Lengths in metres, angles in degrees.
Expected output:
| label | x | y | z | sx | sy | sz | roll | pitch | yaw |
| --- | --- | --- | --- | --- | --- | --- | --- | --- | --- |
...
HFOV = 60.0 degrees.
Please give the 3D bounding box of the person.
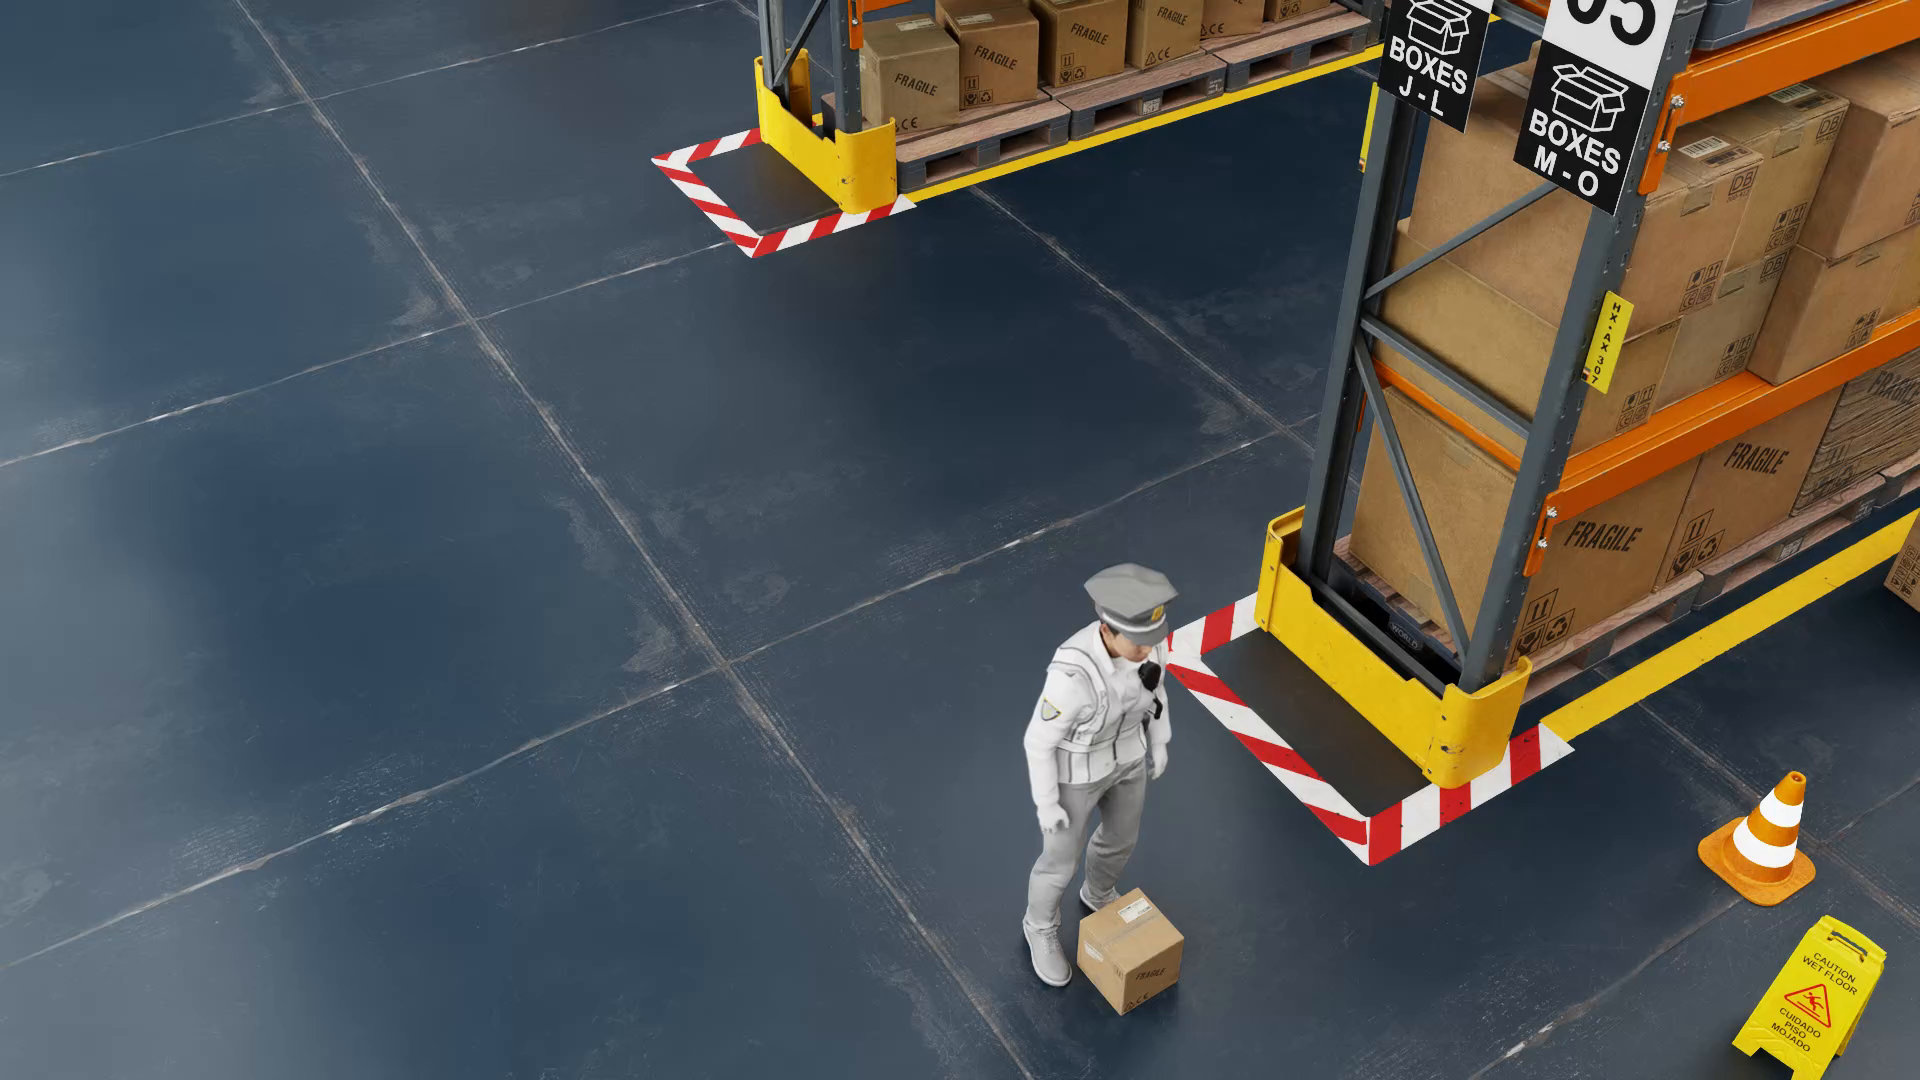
| label | x | y | z | sx | sy | sz | roll | pitch | yaw |
| --- | --- | --- | --- | --- | --- | --- | --- | --- | --- |
| person | 0.446 | 0.729 | 5.317 | 0.540 | 1.664 | 0.375 | -24 | 46 | -25 |
